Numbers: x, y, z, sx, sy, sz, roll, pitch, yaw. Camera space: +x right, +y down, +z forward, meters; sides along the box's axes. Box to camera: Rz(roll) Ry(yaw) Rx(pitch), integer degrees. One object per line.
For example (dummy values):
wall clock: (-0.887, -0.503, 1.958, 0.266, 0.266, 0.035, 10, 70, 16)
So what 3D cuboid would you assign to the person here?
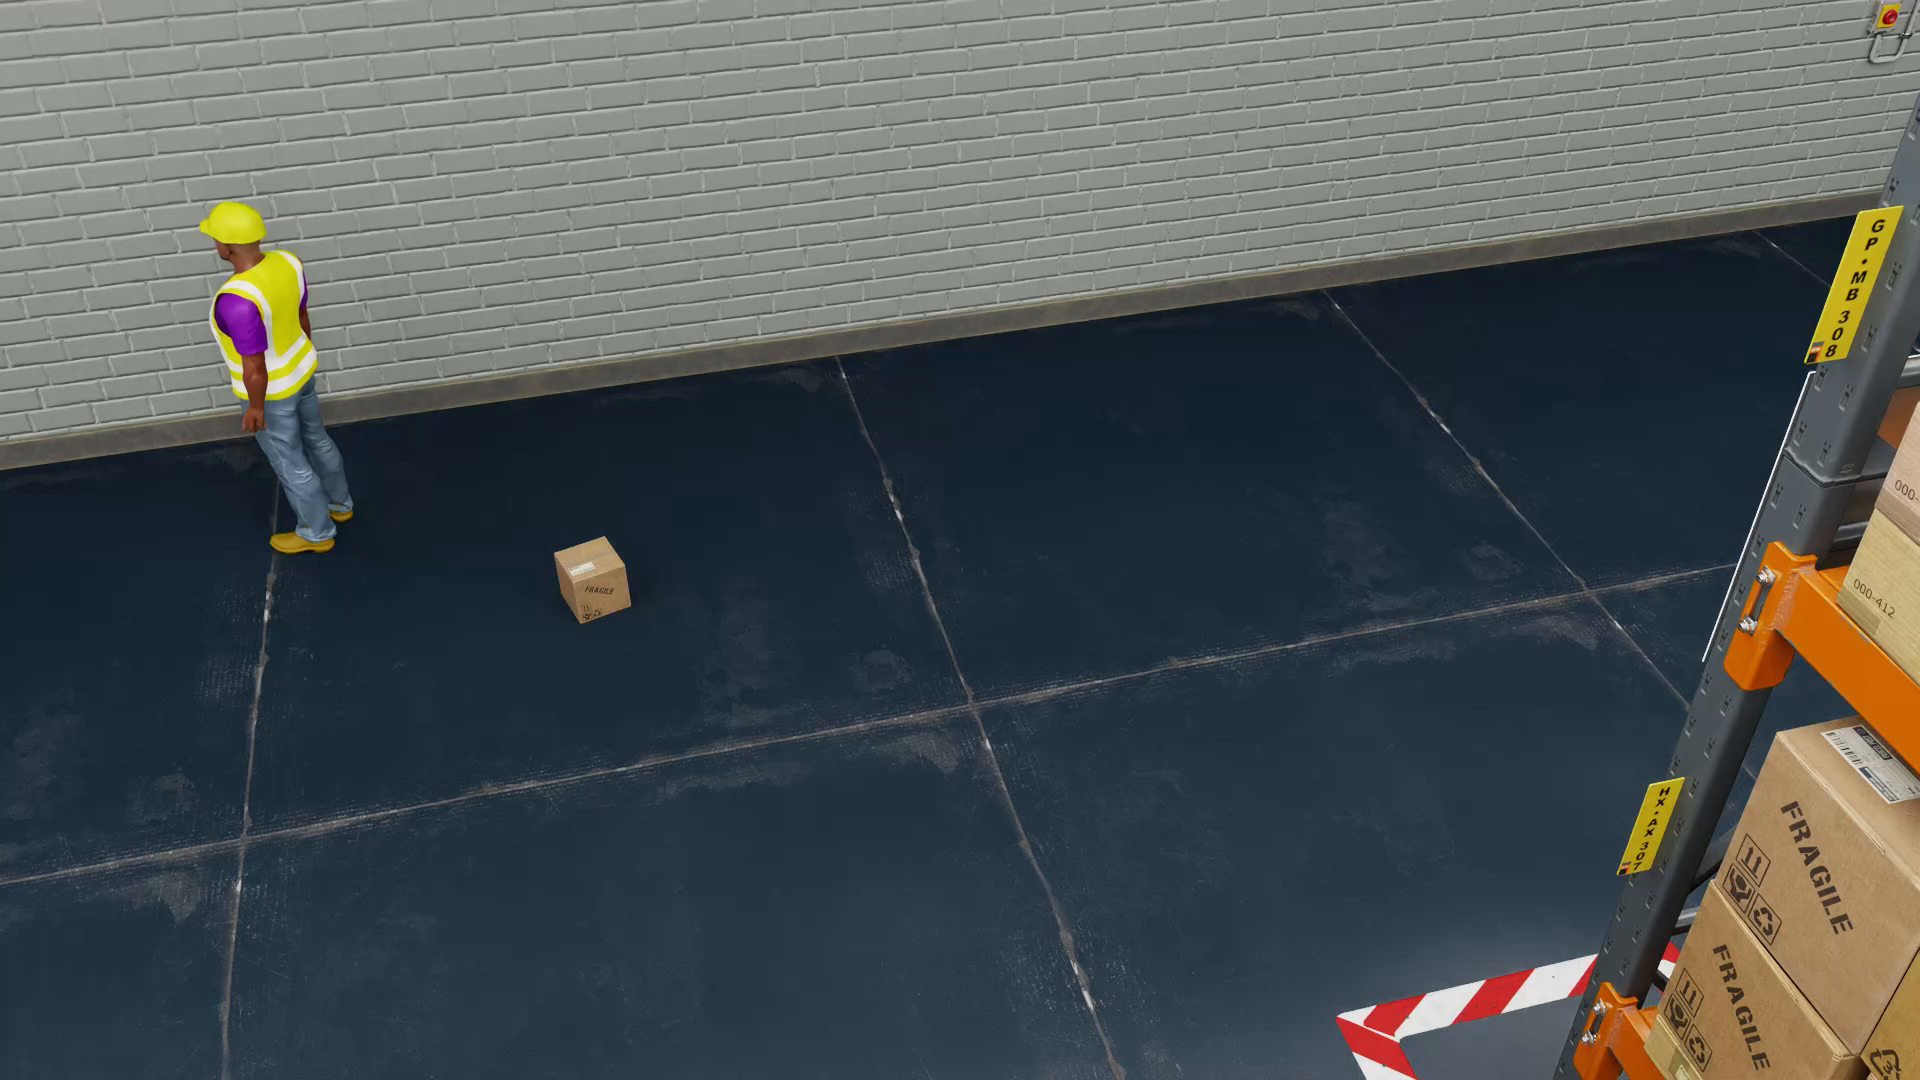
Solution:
person: (-3.149, -0.738, 7.637, 0.379, 1.771, 0.567, 6, 38, 7)
